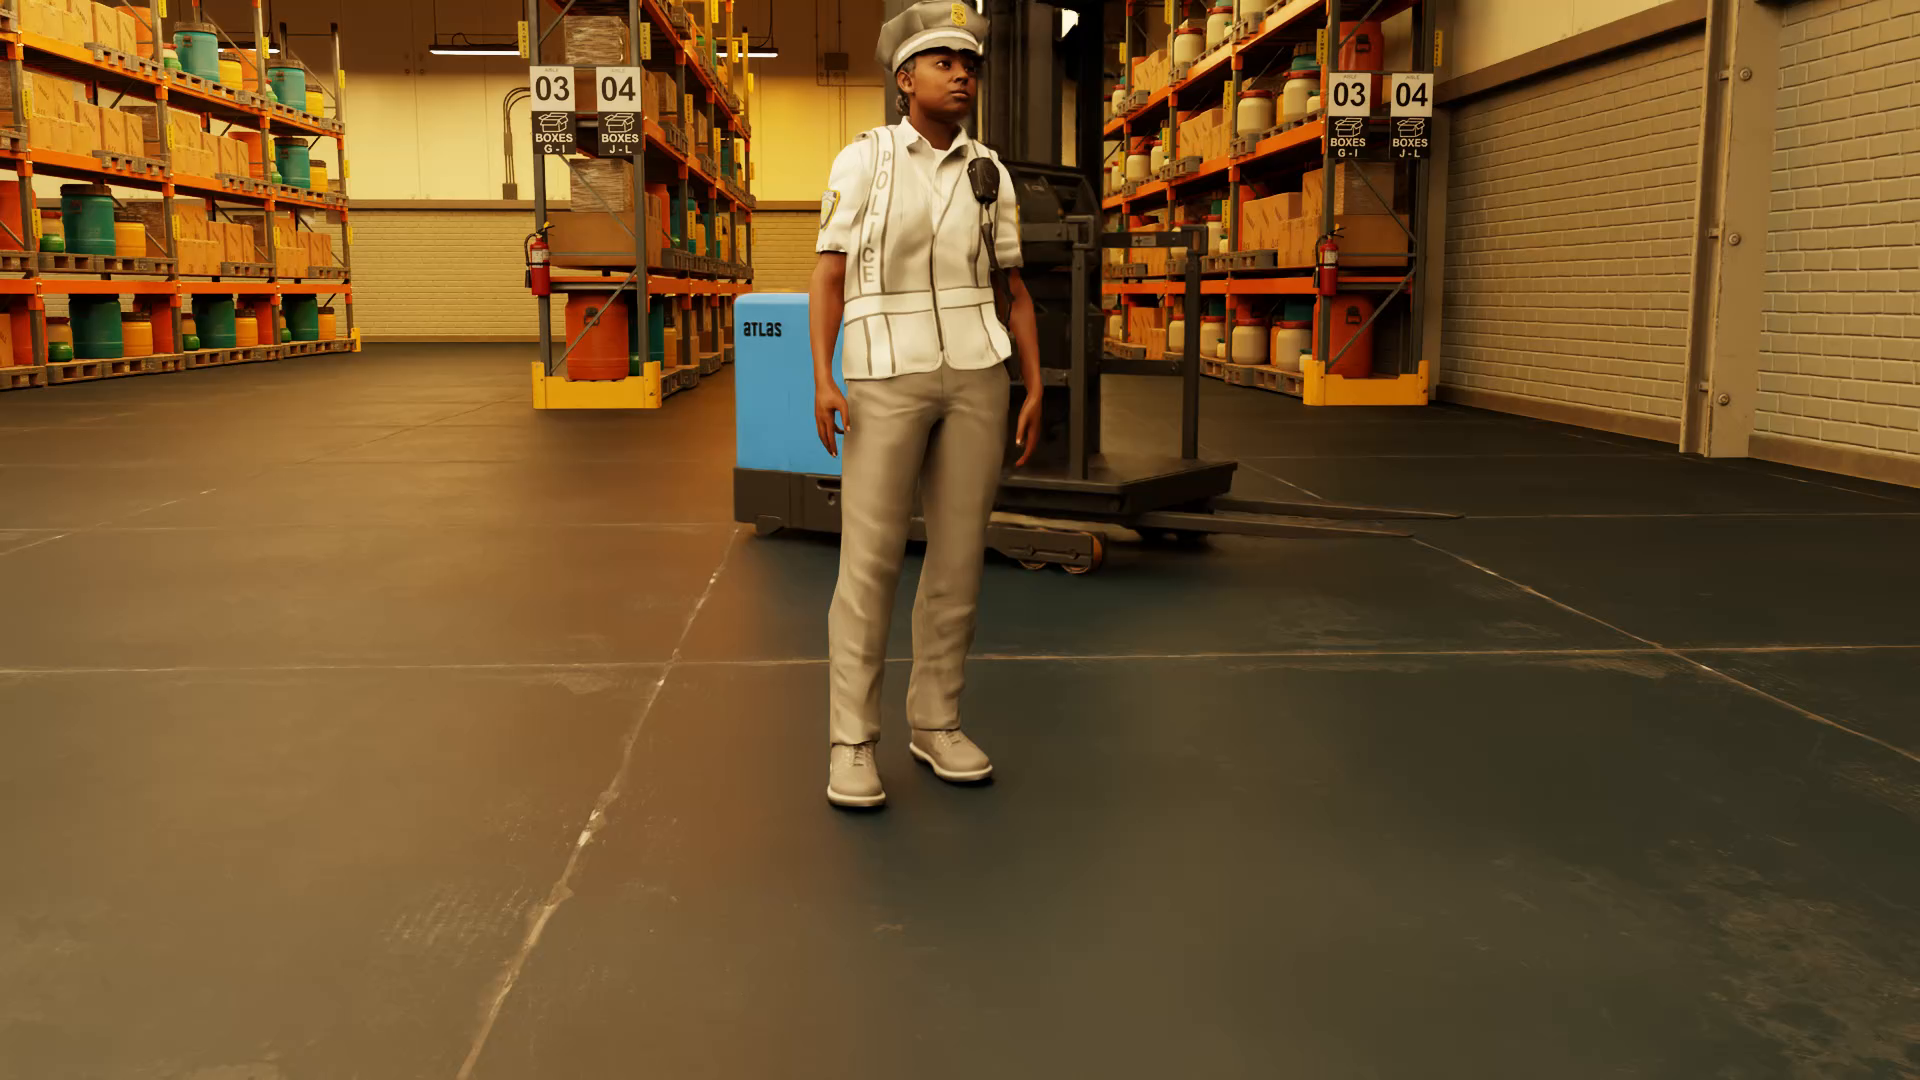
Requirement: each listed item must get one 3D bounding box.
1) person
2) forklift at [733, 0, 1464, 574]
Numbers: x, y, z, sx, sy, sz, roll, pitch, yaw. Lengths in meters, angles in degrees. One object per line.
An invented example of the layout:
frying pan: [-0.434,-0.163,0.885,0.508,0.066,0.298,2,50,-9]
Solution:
person: [-0.065,-0.320,3.644,0.568,1.696,0.529,-3,9,-19]
forklift: [0.504,-1.406,6.800,3.031,2.935,1.130,5,10,33]
